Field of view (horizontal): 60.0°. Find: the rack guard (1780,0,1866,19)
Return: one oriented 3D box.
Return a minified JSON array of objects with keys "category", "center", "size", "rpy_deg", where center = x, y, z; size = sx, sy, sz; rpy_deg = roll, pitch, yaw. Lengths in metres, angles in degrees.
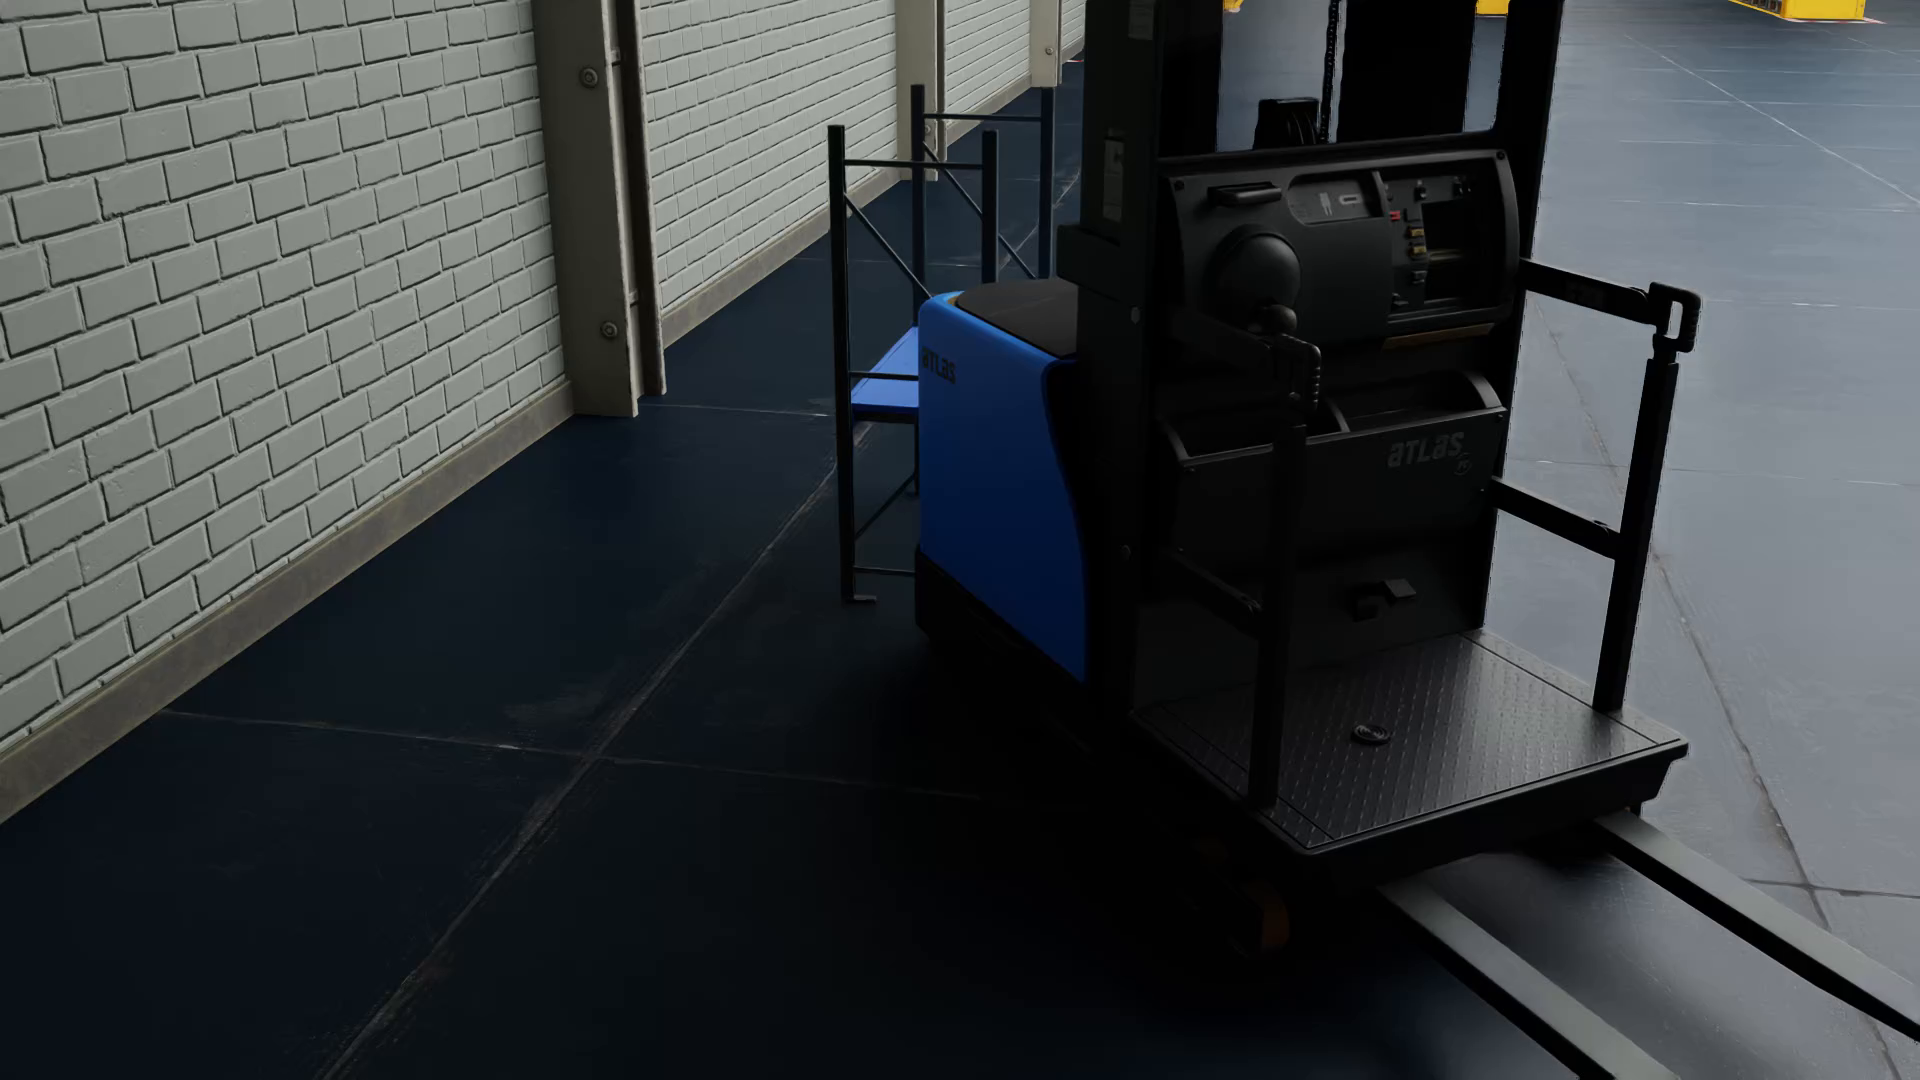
[{"category":"rack guard","center":[13.752,-8.576,26.478],"size":[1.175,0.500,0.348],"rpy_deg":[4,22,11]}]

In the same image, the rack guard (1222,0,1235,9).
[{"category":"rack guard","center":[4.100,-9.327,28.344],"size":[1.175,0.500,0.348],"rpy_deg":[4,22,11]}]

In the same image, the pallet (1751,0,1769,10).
[{"category":"pallet","center":[14.174,-9.183,28.373],"size":[1.003,0.211,1.213],"rpy_deg":[4,22,11]}]

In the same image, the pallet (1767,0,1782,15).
[{"category":"pallet","center":[13.923,-8.738,27.268],"size":[1.003,0.211,1.213],"rpy_deg":[4,22,11]}]

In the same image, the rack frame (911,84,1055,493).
[{"category":"rack frame","center":[0.078,-0.861,5.983],"size":[0.500,1.500,0.032],"rpy_deg":[5,22,11]}]

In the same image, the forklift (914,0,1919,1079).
[{"category":"forklift","center":[0.965,-0.643,3.527],"size":[1.130,2.935,3.031],"rpy_deg":[-10,24,-24]}]

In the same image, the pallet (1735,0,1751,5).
[{"category":"pallet","center":[14.421,-9.631,29.484],"size":[1.003,0.211,1.213],"rpy_deg":[4,22,11]}]

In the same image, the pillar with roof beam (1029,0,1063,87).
[{"category":"pillar with roof beam","center":[5.146,-8.847,15.775],"size":[9.100,9.000,0.400],"rpy_deg":[4,22,11]}]

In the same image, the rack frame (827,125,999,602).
[{"category":"rack frame","center":[-0.137,-0.489,5.061],"size":[0.500,1.500,0.032],"rpy_deg":[5,22,11]}]

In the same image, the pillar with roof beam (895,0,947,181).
[{"category":"pillar with roof beam","center":[3.922,-6.653,10.326],"size":[9.100,9.000,0.400],"rpy_deg":[4,22,11]}]

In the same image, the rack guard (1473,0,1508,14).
[{"category":"rack guard","center":[8.929,-8.914,27.319],"size":[1.175,0.500,0.348],"rpy_deg":[4,22,11]}]

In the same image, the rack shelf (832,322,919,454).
[{"category":"rack shelf","center":[-0.030,-0.508,5.589],"size":[0.538,0.185,1.000],"rpy_deg":[5,22,11]}]

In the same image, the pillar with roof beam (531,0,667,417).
[{"category":"pillar with roof beam","center":[2.697,-4.458,4.878],"size":[9.100,9.000,0.400],"rpy_deg":[4,22,11]}]

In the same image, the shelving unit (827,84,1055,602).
[{"category":"shelving unit","center":[-0.030,-0.675,5.522],"size":[0.538,1.500,1.048],"rpy_deg":[5,22,11]}]
